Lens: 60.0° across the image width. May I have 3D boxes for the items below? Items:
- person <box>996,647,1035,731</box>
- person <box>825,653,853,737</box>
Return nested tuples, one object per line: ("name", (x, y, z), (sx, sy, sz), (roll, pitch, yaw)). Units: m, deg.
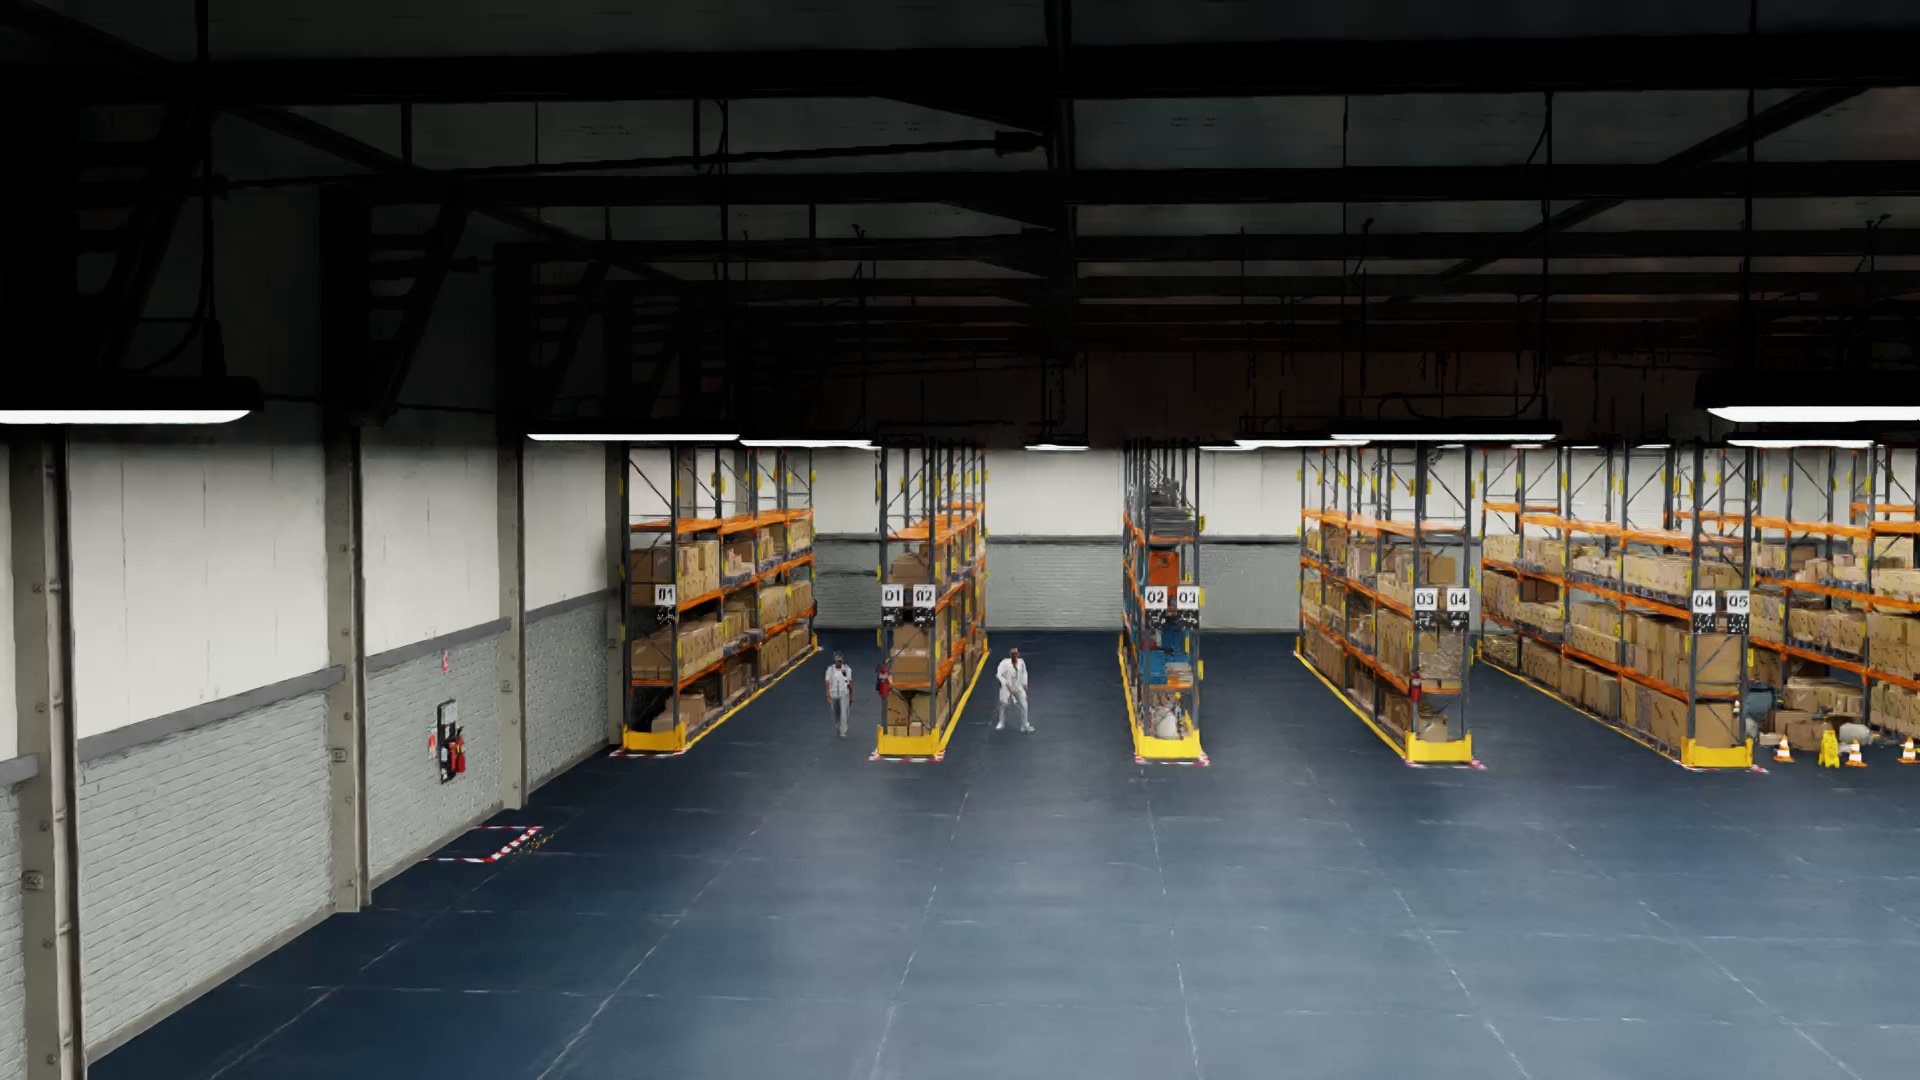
("person", (1.061, 3.035, 34.028), (0.701, 1.715, 0.896), (-1, 3, -11))
("person", (-2.439, 3.083, 33.374), (0.542, 1.672, 1.126), (0, 3, 7))
